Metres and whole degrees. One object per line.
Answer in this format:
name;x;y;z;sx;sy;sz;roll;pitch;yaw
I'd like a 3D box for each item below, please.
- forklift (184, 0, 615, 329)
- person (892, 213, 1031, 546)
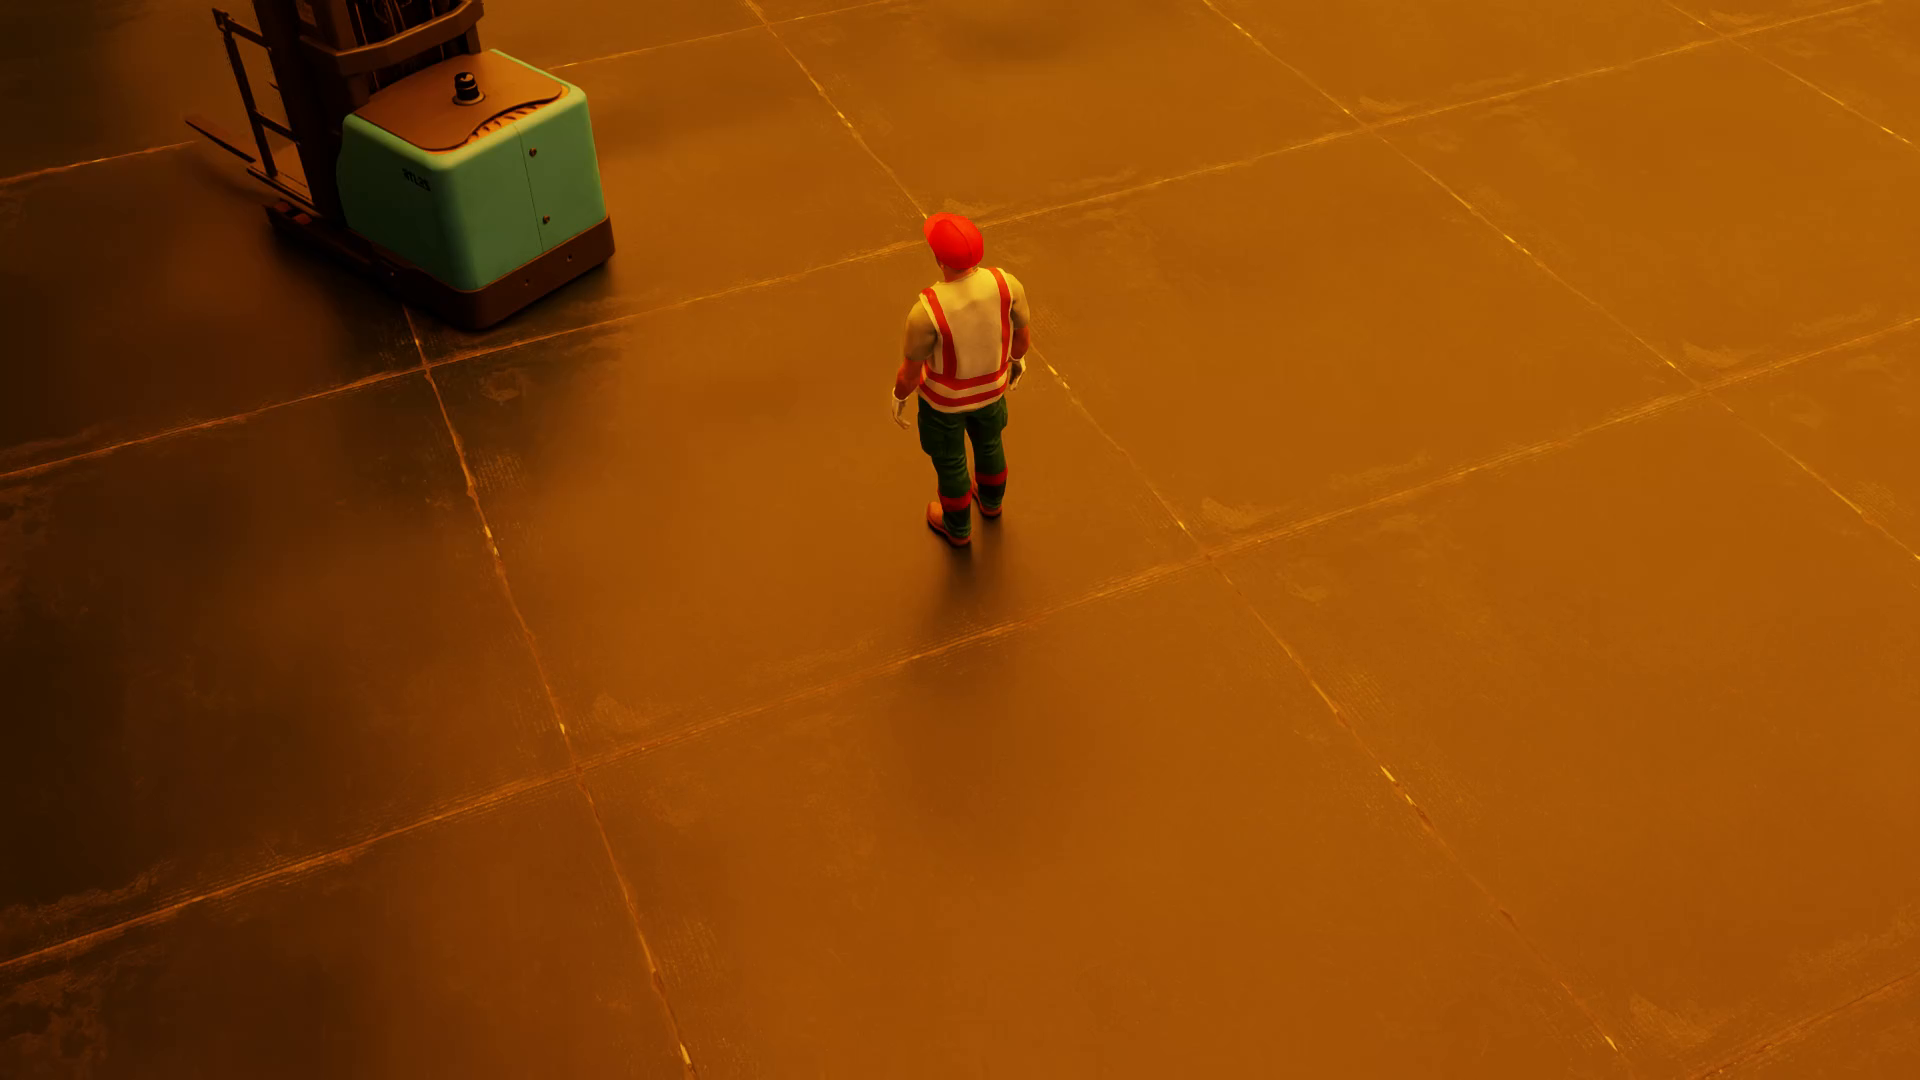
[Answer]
forklift;-3.429;-3.052;8.950;3.031;2.935;1.130;29;50;28
person;-0.022;-0.711;7.271;0.637;1.782;0.564;-18;46;-18
